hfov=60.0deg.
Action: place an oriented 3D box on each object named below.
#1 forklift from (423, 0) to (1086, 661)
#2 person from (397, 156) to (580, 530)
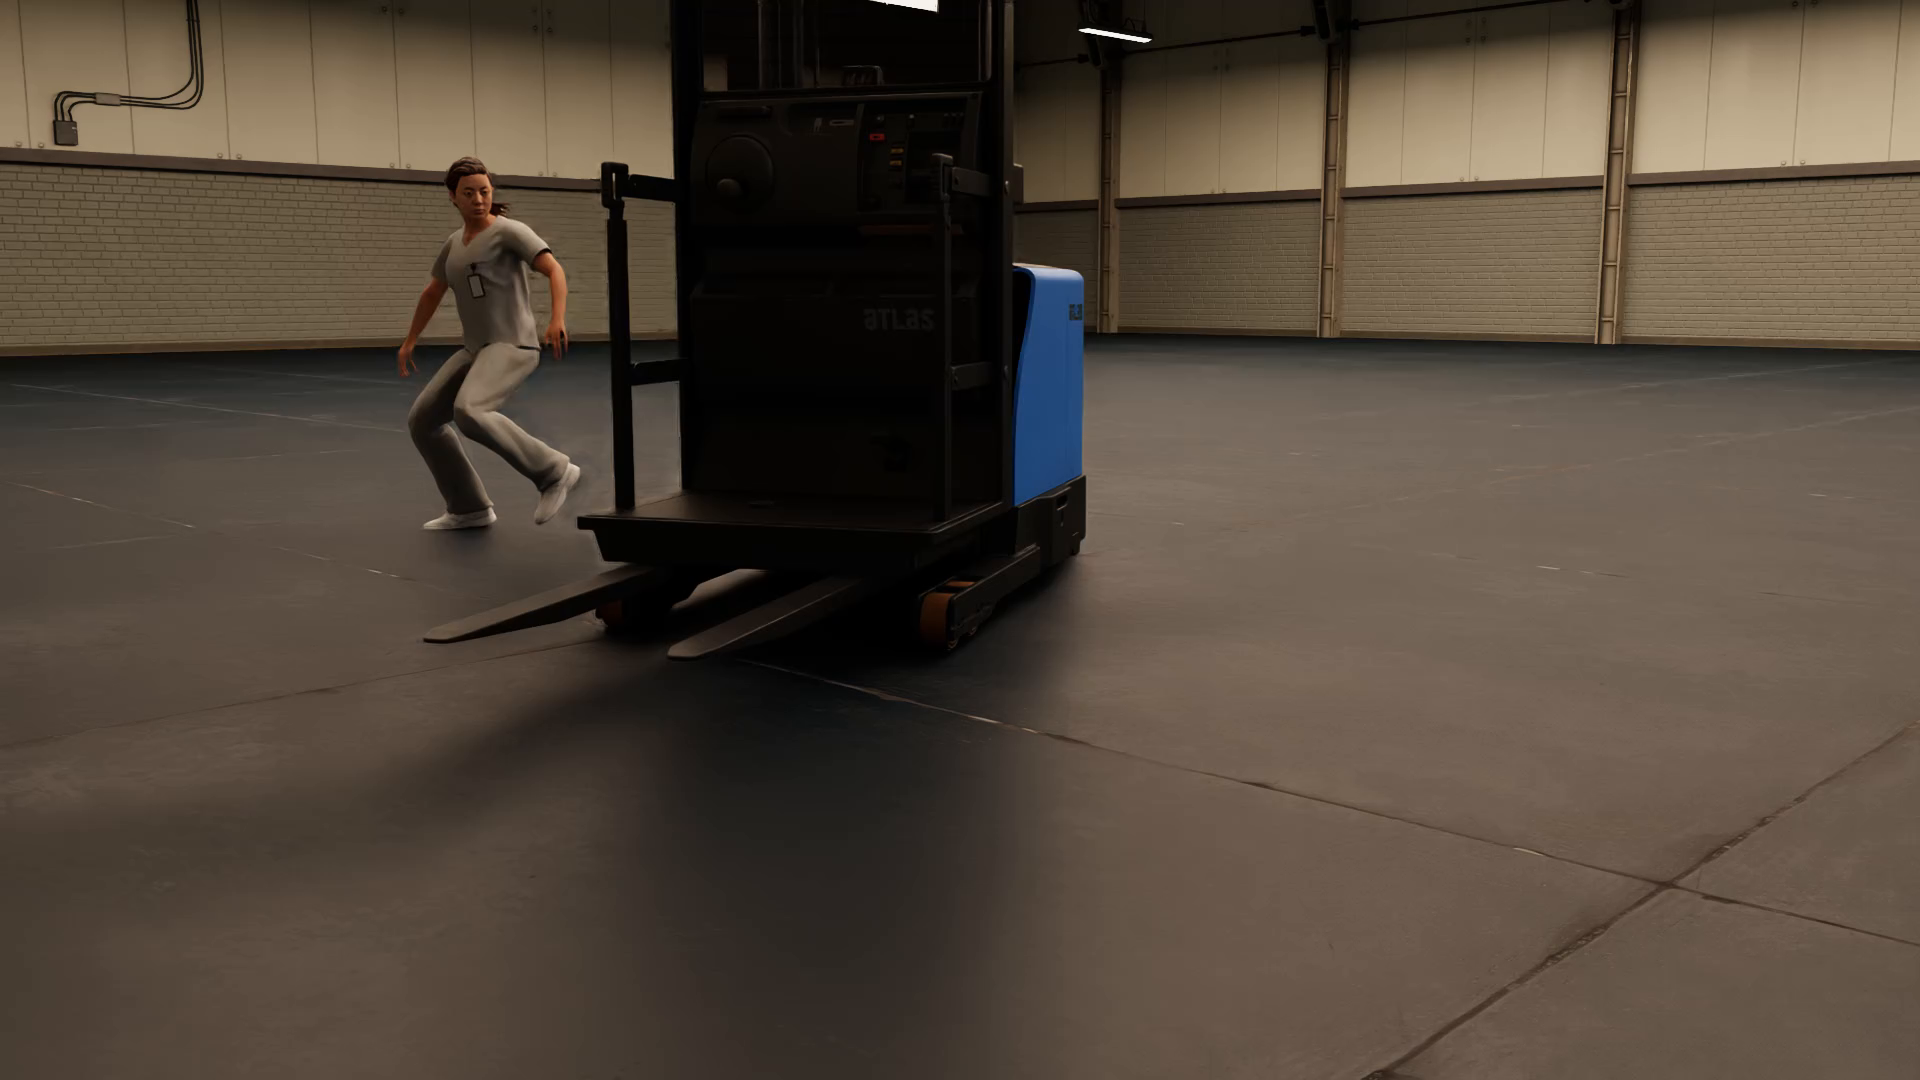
[{"bbox_3d":[-0.446,-1.206,4.885,1.130,2.935,3.031,3,9,17],"label":"forklift"},{"bbox_3d":[-1.972,-0.784,6.849,0.878,1.561,0.496,8,12,44],"label":"person"}]
